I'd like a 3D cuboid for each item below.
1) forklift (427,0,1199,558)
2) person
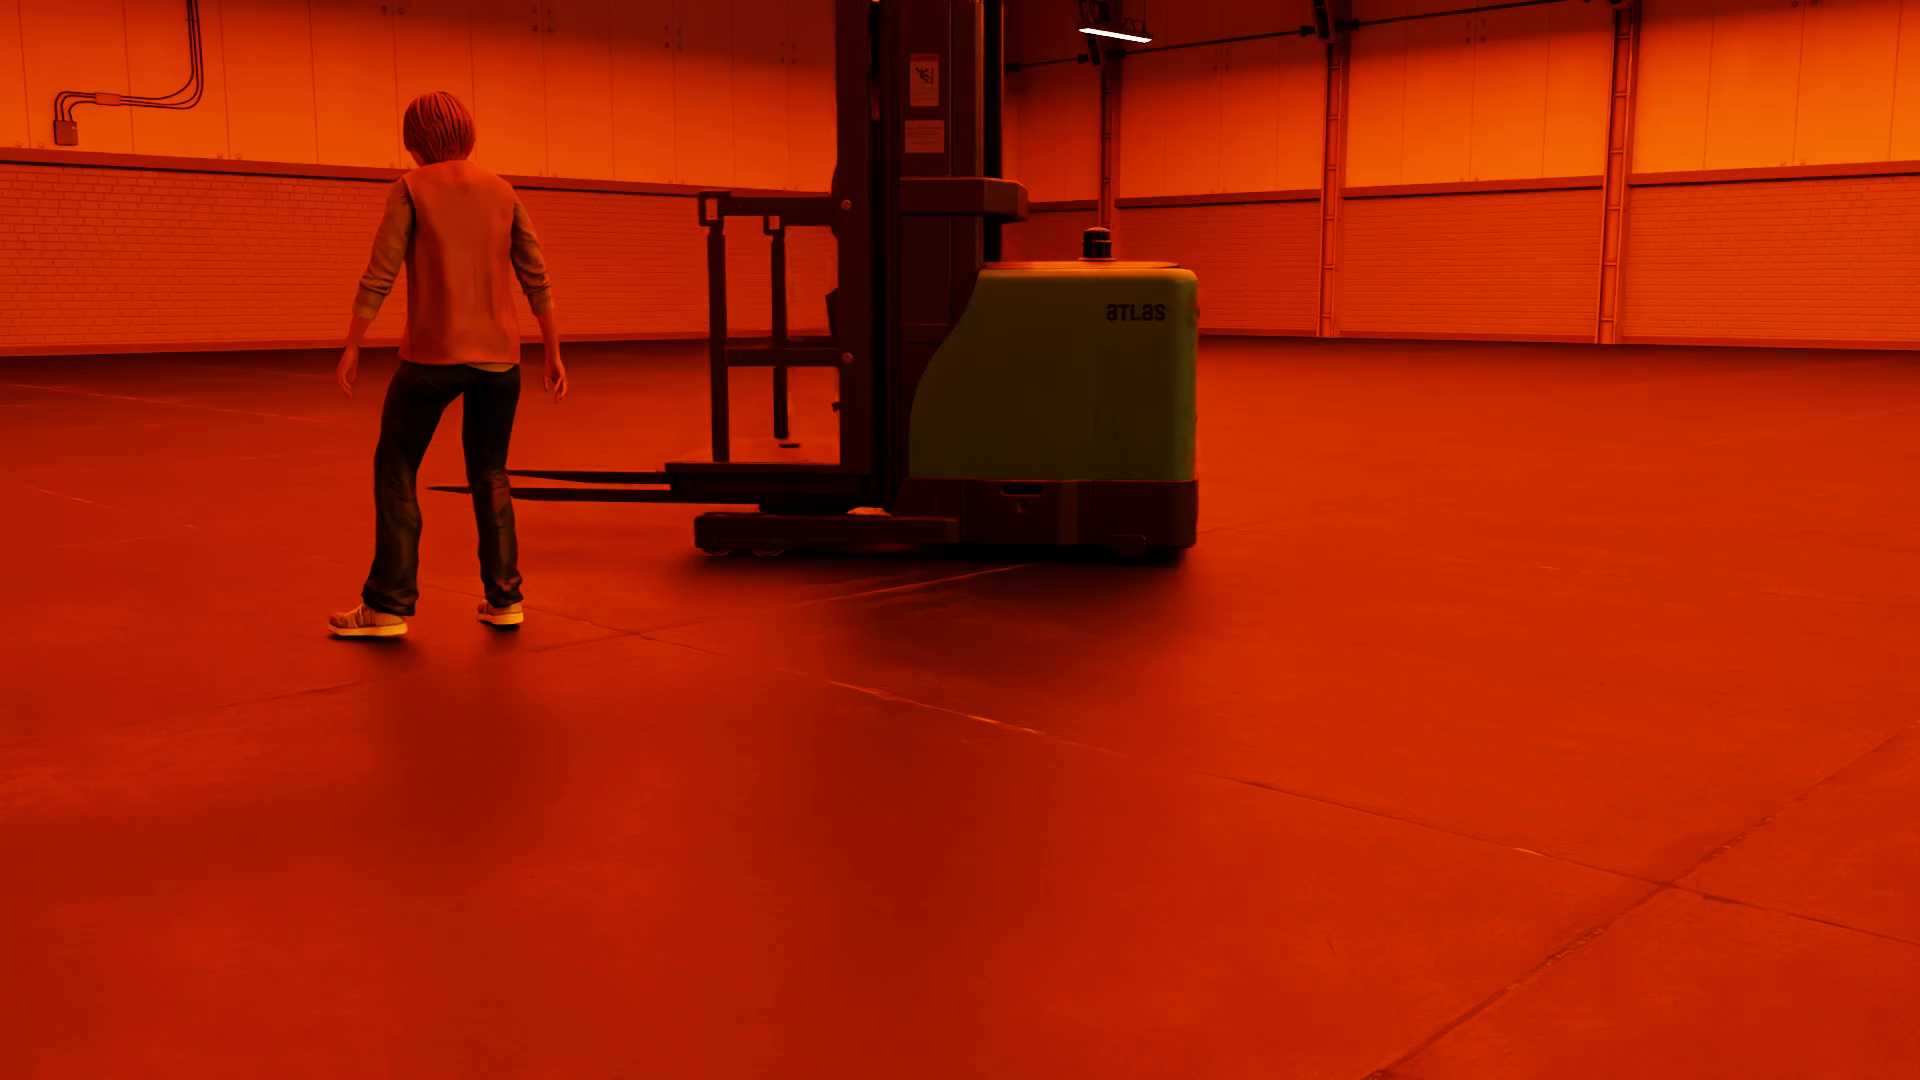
[{"bbox_3d":[-0.576,-1.458,6.557,3.031,2.935,1.130,1,9,7],"label":"forklift"},{"bbox_3d":[-1.502,-0.515,4.878,0.690,1.571,0.341,-7,11,-39],"label":"person"}]
